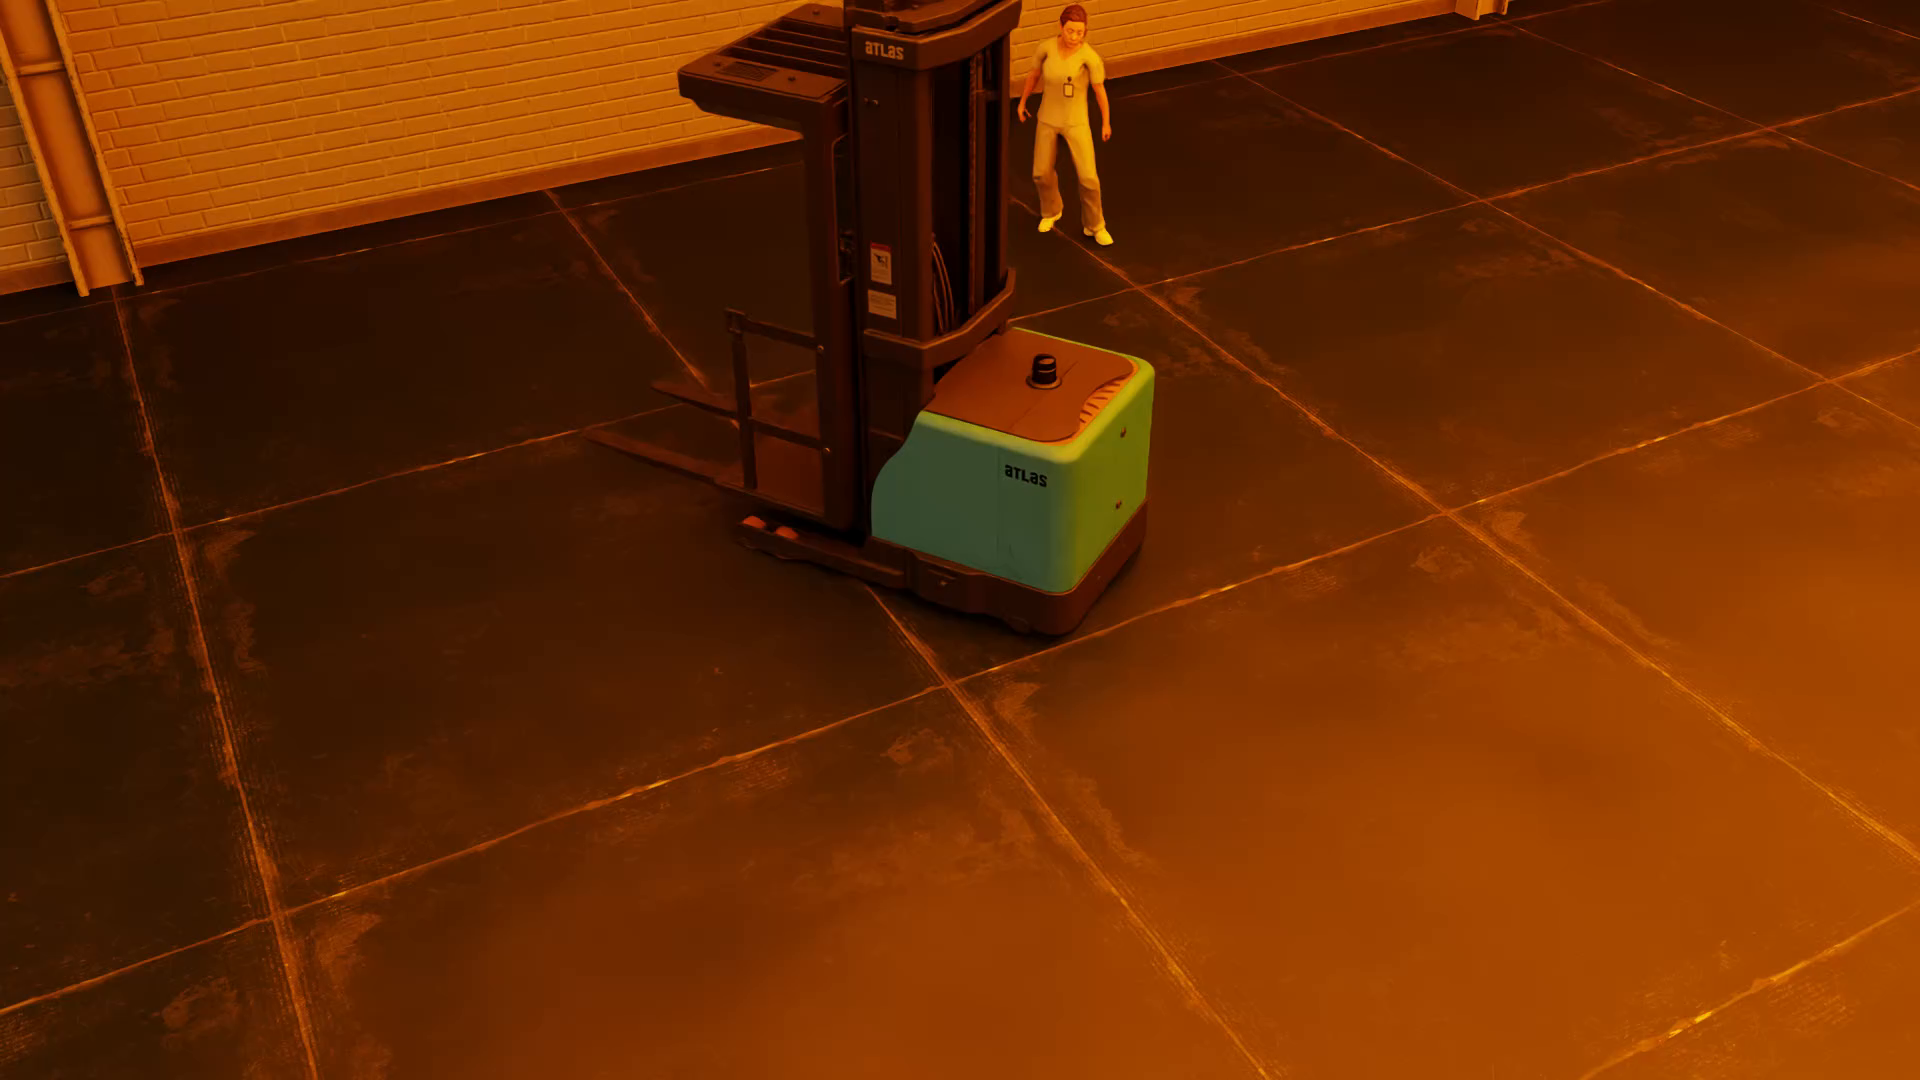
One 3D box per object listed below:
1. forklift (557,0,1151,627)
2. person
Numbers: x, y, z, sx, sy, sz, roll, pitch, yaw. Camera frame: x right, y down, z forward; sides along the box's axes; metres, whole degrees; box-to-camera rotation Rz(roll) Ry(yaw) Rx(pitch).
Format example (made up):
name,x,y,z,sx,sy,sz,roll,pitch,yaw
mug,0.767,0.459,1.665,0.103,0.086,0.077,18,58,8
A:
name,x,y,z,sx,sy,sz,roll,pitch,yaw
forklift,-0.623,-1.303,7.967,3.031,2.935,1.130,12,37,17
person,0.747,-2.858,11.307,0.789,1.636,0.394,14,38,19
